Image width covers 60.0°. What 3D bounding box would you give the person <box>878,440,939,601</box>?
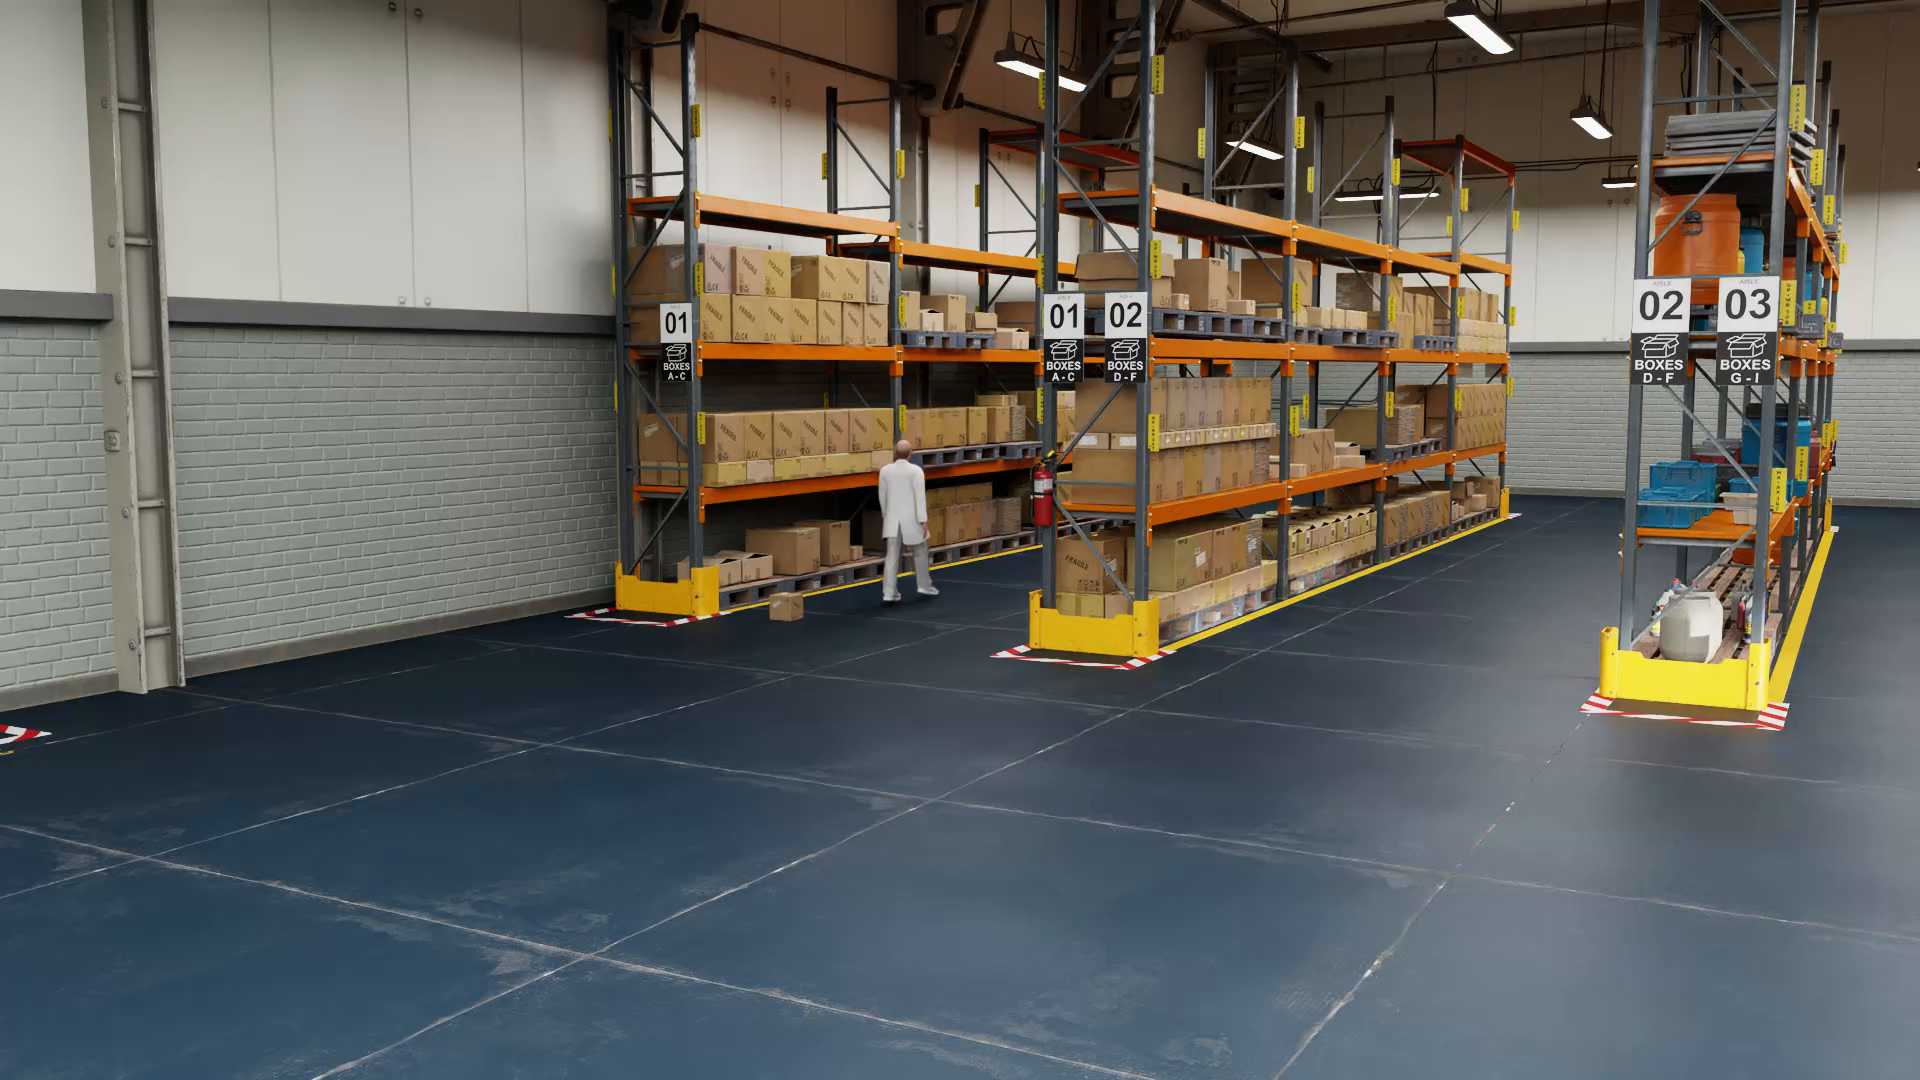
[{"bbox_3d":[-0.583,-0.227,18.154,0.619,1.742,1.018,2,6,15],"label":"person"}]
